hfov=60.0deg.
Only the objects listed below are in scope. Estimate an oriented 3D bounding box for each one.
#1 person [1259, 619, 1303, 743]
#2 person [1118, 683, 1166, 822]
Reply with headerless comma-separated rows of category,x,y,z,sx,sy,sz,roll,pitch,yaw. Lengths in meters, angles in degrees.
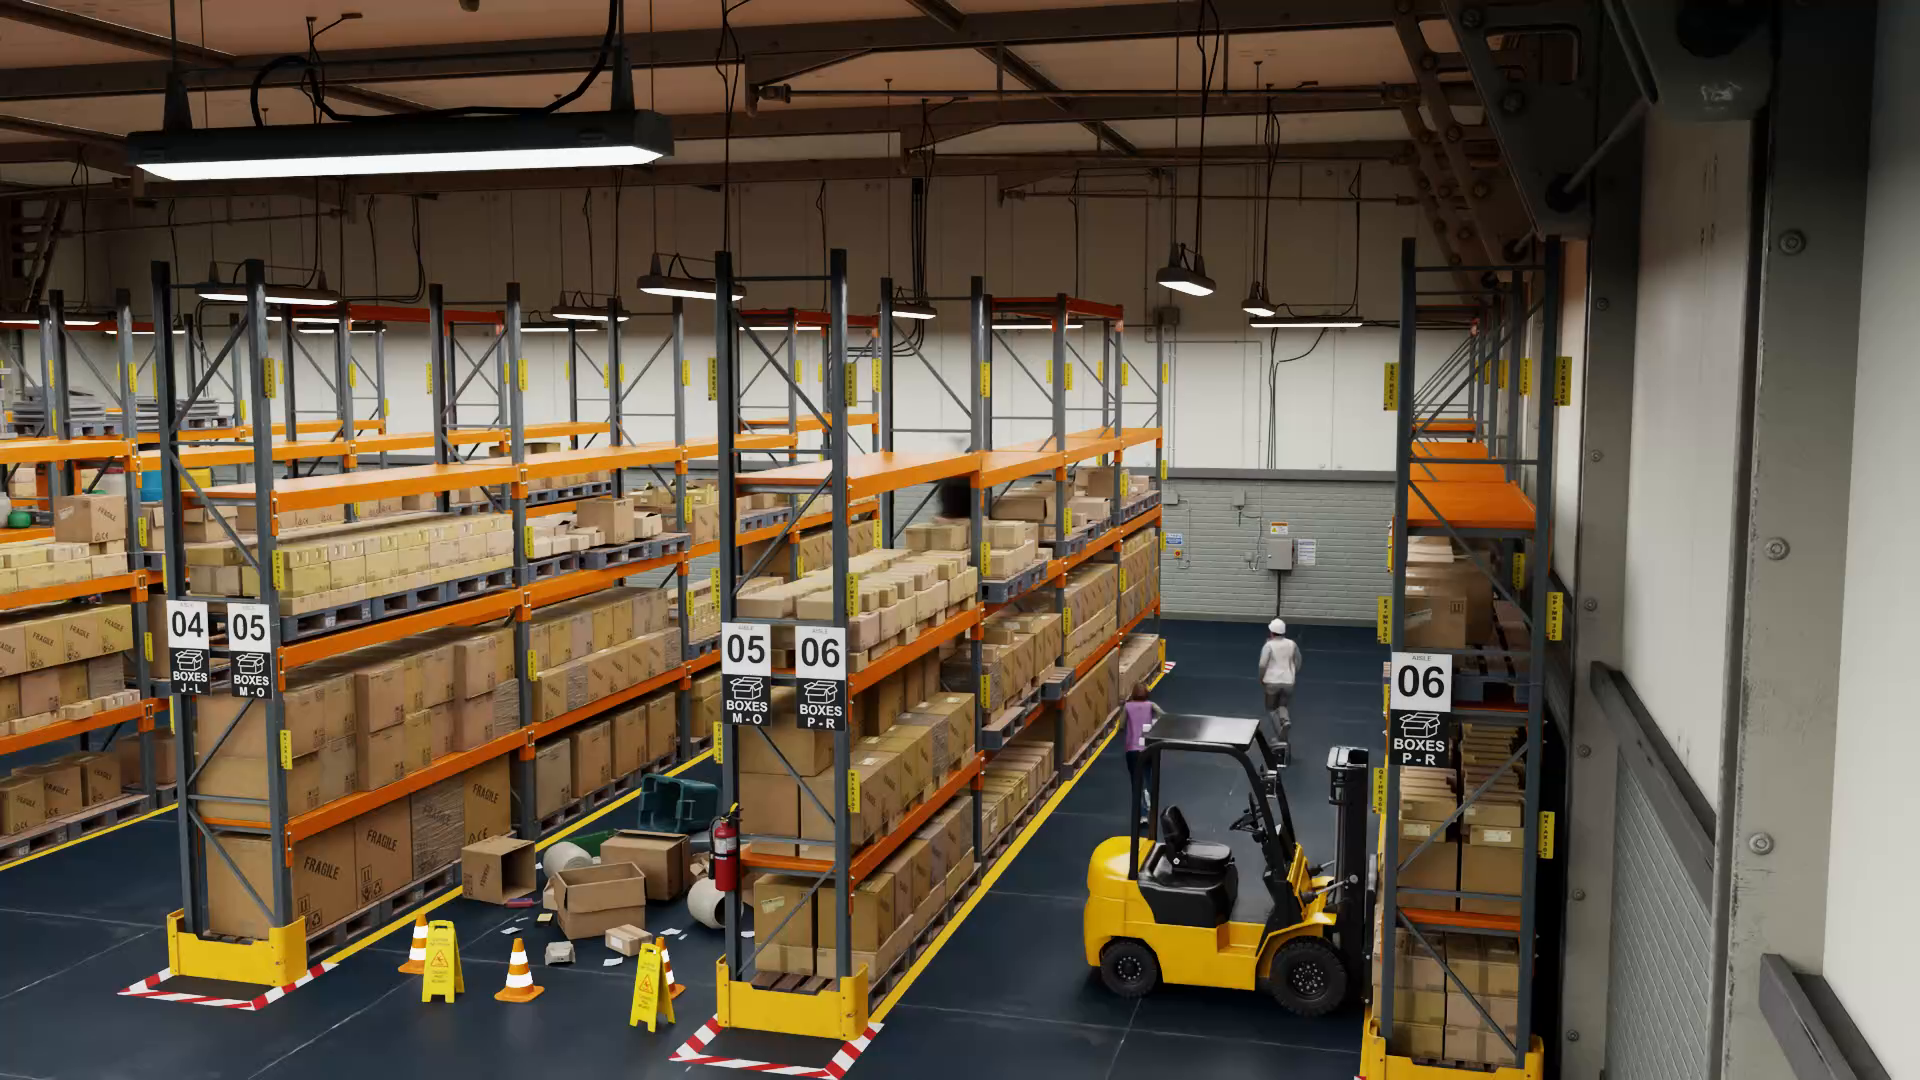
person,4.360,1.936,22.583,0.654,1.717,0.568,-1,6,-10
person,2.074,2.399,18.895,0.545,1.527,0.780,0,6,0
